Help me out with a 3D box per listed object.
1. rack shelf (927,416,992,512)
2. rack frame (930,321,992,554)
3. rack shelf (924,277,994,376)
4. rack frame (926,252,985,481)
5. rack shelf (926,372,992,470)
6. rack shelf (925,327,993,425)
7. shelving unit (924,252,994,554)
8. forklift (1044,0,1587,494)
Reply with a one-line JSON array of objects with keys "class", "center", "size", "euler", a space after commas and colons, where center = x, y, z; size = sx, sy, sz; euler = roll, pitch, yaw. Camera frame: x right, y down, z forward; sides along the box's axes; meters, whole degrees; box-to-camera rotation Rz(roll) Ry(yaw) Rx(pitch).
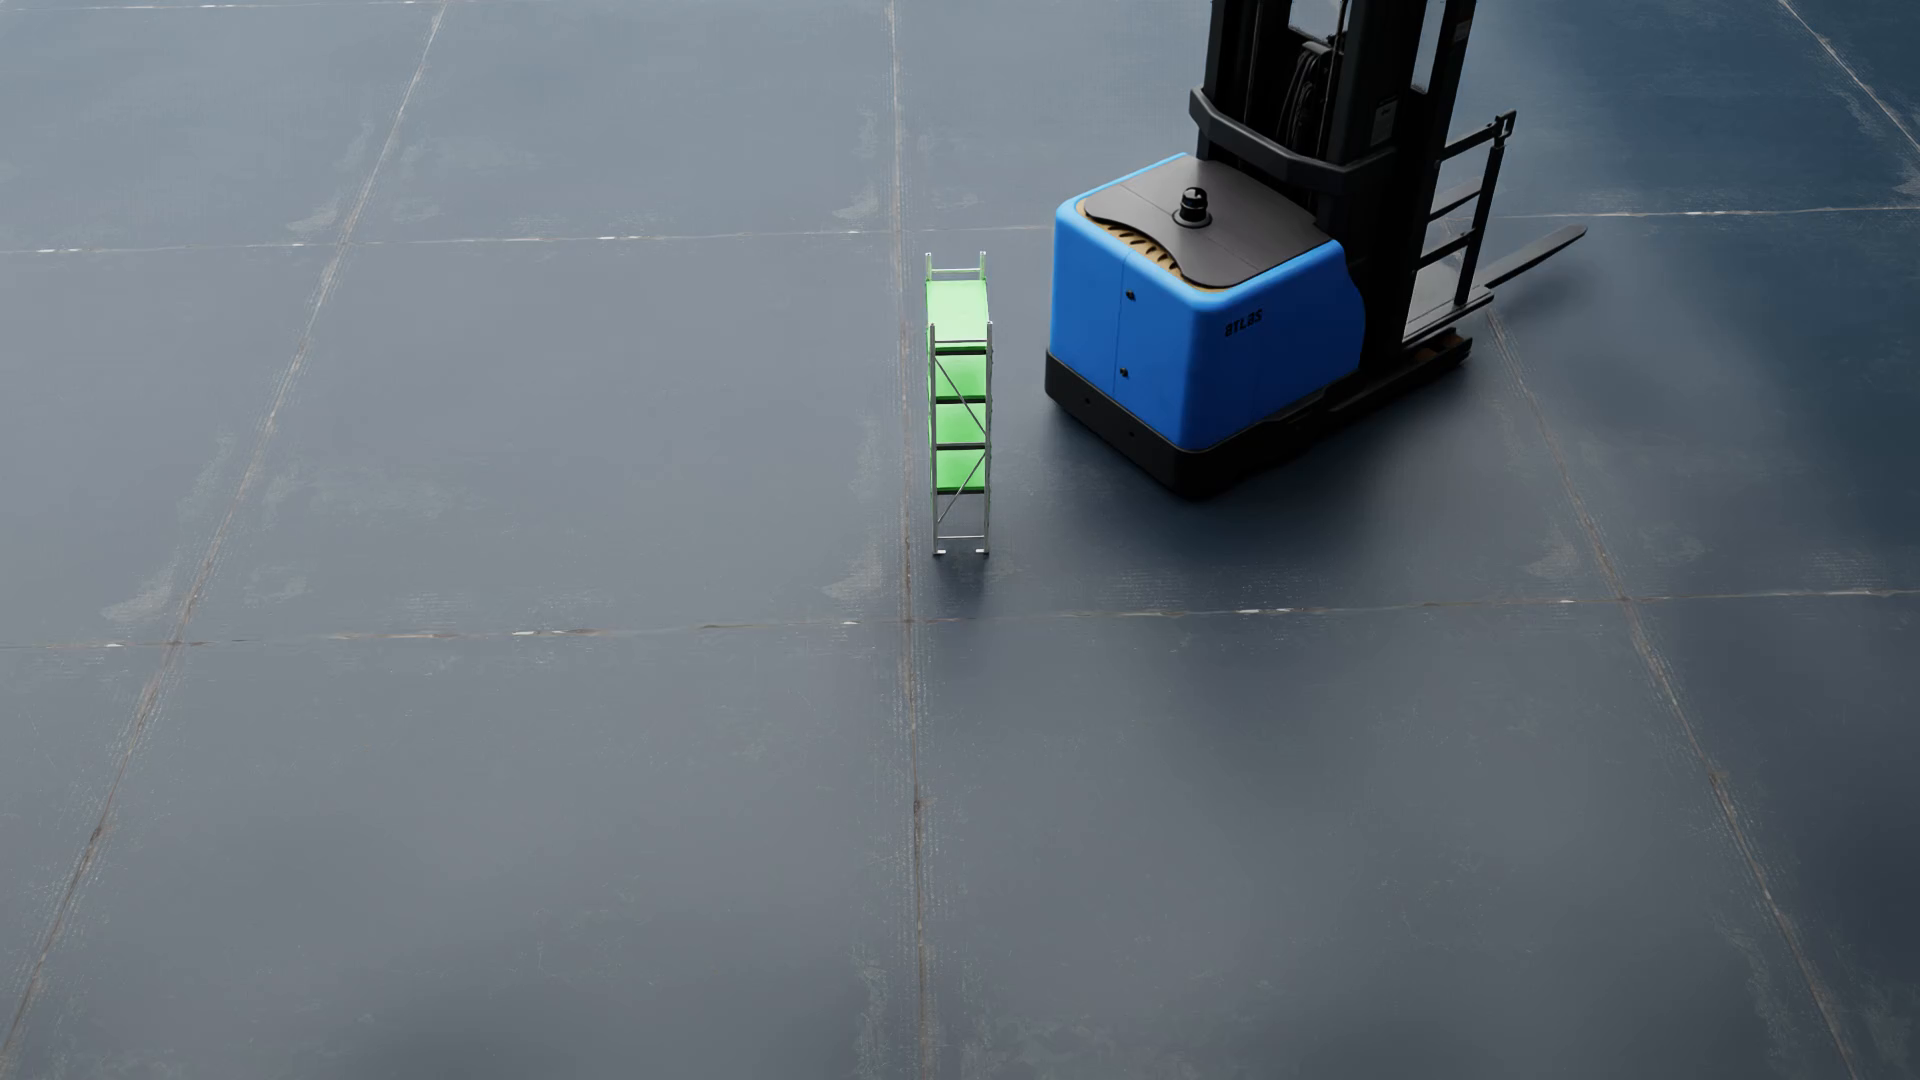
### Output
[{"class": "rack shelf", "center": [-0.007, -0.330, 7.172], "size": [0.258, 0.148, 0.480], "euler": [-2, 43, -2]}, {"class": "rack frame", "center": [0.003, -0.389, 6.787], "size": [0.240, 1.200, 0.015], "euler": [-2, 43, -2]}, {"class": "rack shelf", "center": [-0.007, -0.861, 6.685], "size": [0.258, 0.148, 0.480], "euler": [-2, 43, -2]}, {"class": "rack frame", "center": [-0.017, -0.719, 7.146], "size": [0.240, 1.200, 0.015], "euler": [-2, 43, -2]}, {"class": "rack shelf", "center": [-0.007, -0.507, 7.010], "size": [0.258, 0.148, 0.480], "euler": [-2, 43, -2]}, {"class": "rack shelf", "center": [-0.007, -0.684, 6.847], "size": [0.258, 0.148, 0.480], "euler": [-2, 43, -2]}, {"class": "shelving unit", "center": [-0.007, -0.554, 6.966], "size": [0.258, 1.200, 0.503], "euler": [-2, 43, -2]}, {"class": "forklift", "center": [1.881, -2.103, 7.375], "size": [3.031, 2.935, 1.130], "euler": [-27, 49, -27]}]
